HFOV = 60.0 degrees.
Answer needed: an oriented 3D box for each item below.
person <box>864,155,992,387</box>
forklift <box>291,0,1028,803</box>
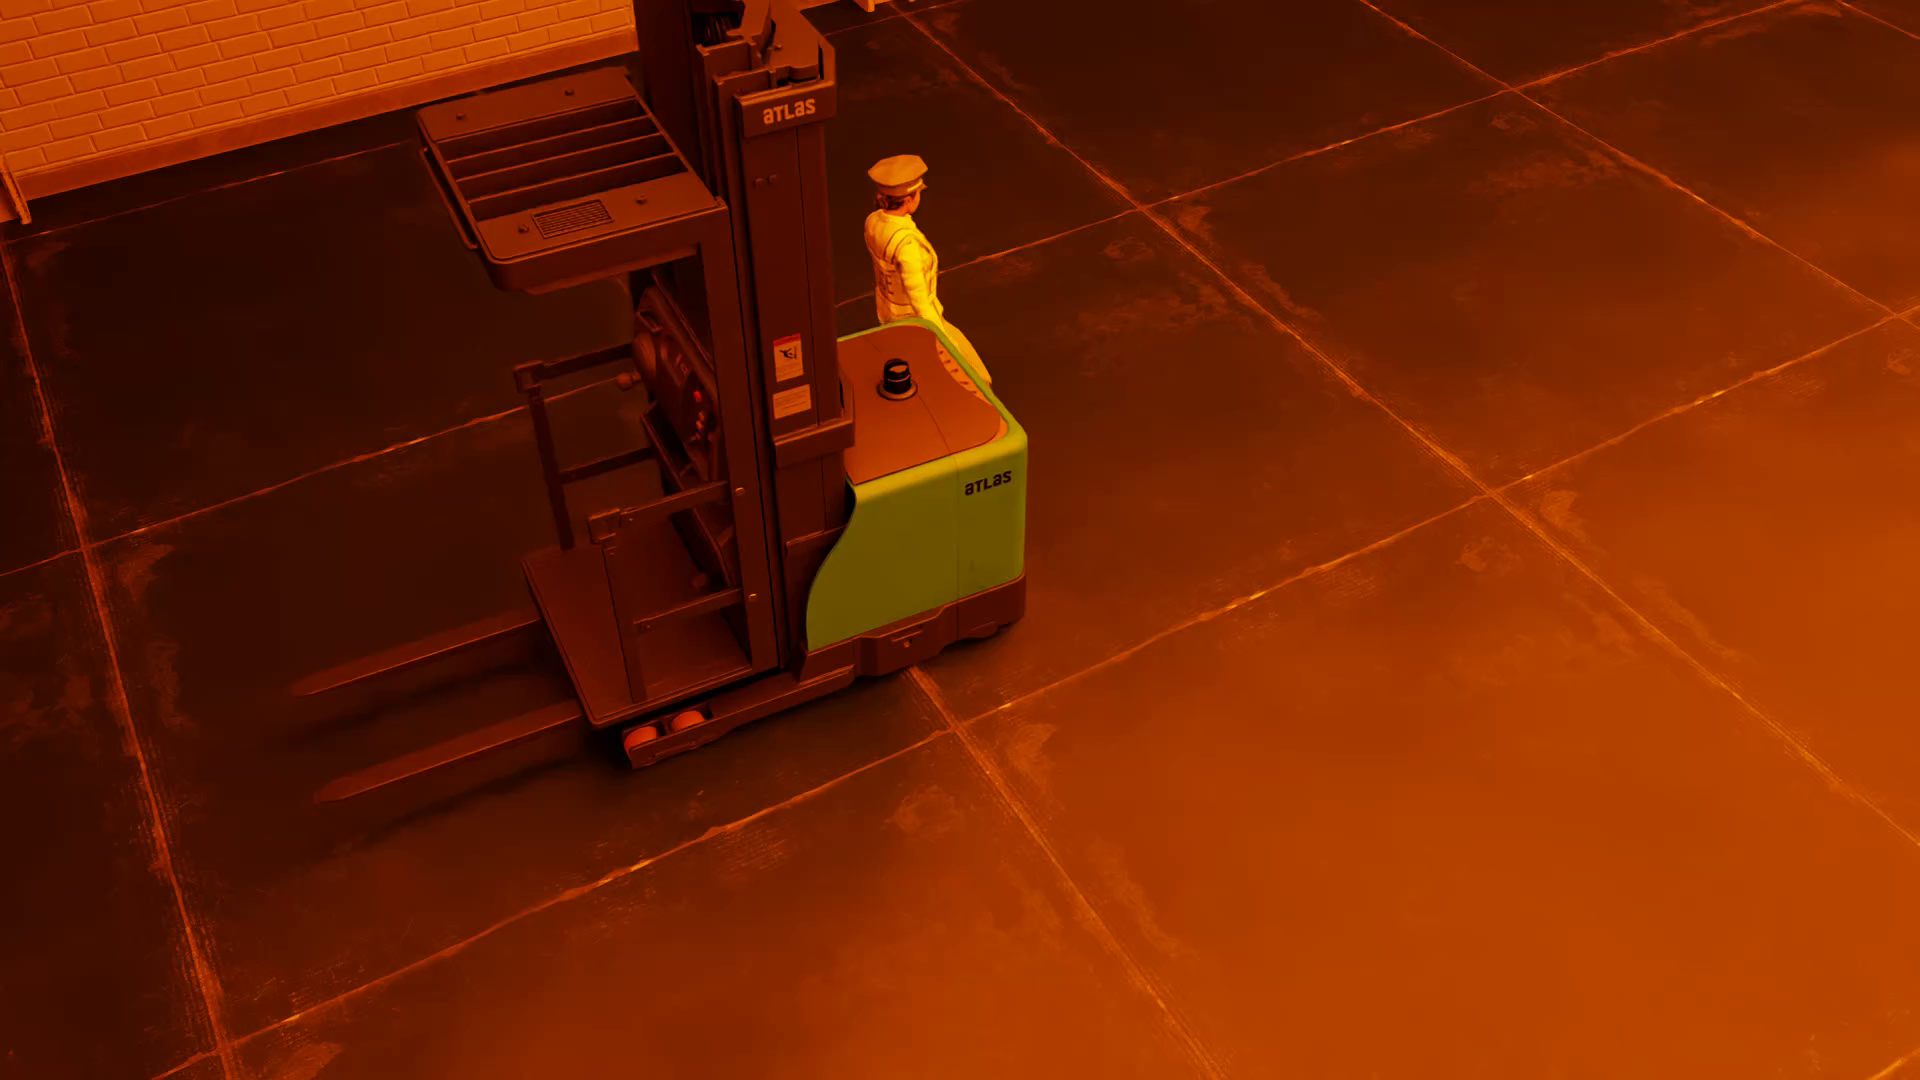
[{"bbox_3d":[-0.220,-1.088,7.869,0.568,1.533,0.815,-16,45,-17],"label":"person"},{"bbox_3d":[-1.261,-0.557,6.298,3.031,2.935,1.130,-19,46,-19],"label":"forklift"}]
